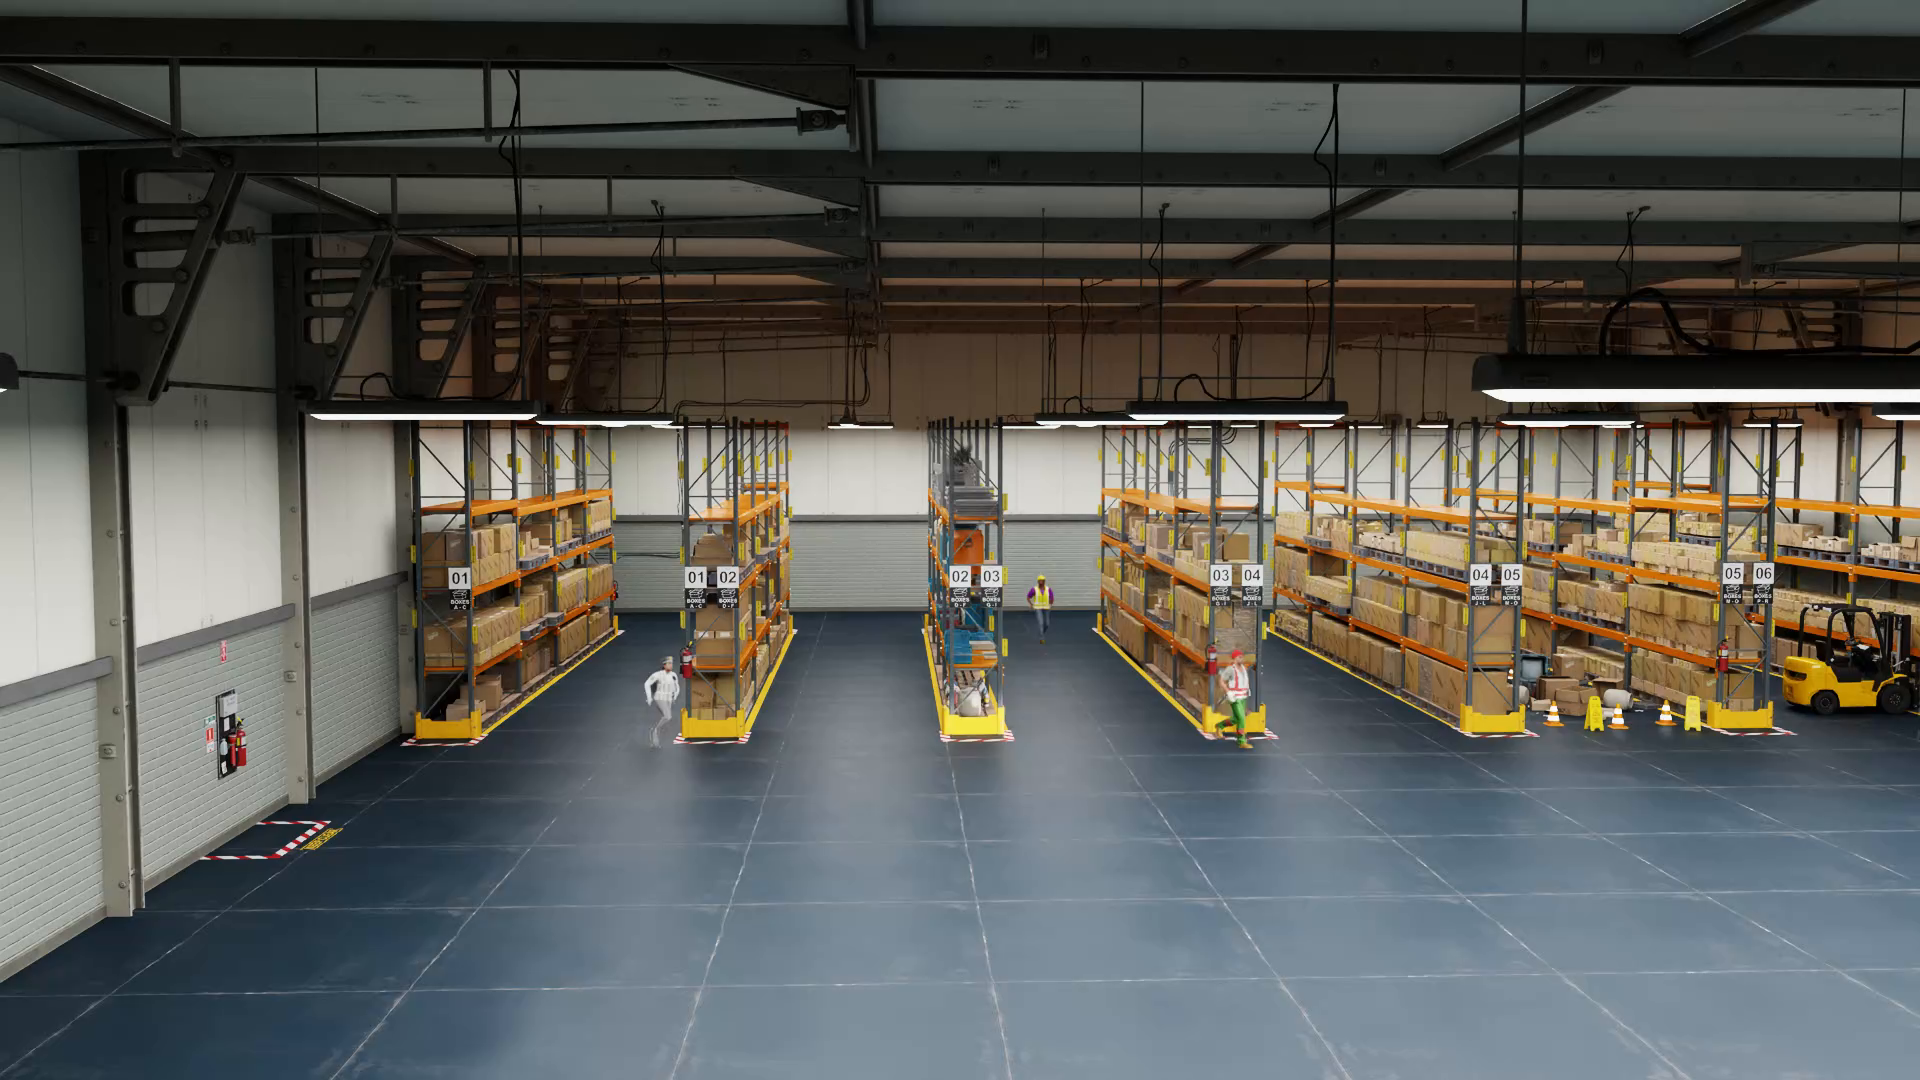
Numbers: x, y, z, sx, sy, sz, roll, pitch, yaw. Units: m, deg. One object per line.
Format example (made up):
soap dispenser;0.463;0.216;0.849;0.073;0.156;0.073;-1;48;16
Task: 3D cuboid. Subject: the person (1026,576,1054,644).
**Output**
person;2.086;1.785;42.660;0.709;1.742;0.704;-1;4;-12

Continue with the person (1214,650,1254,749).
person;4.987;2.864;30.141;0.660;1.772;0.868;-3;5;-42

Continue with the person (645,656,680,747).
person;-5.326;2.930;30.171;0.613;1.630;0.569;-4;5;-44
